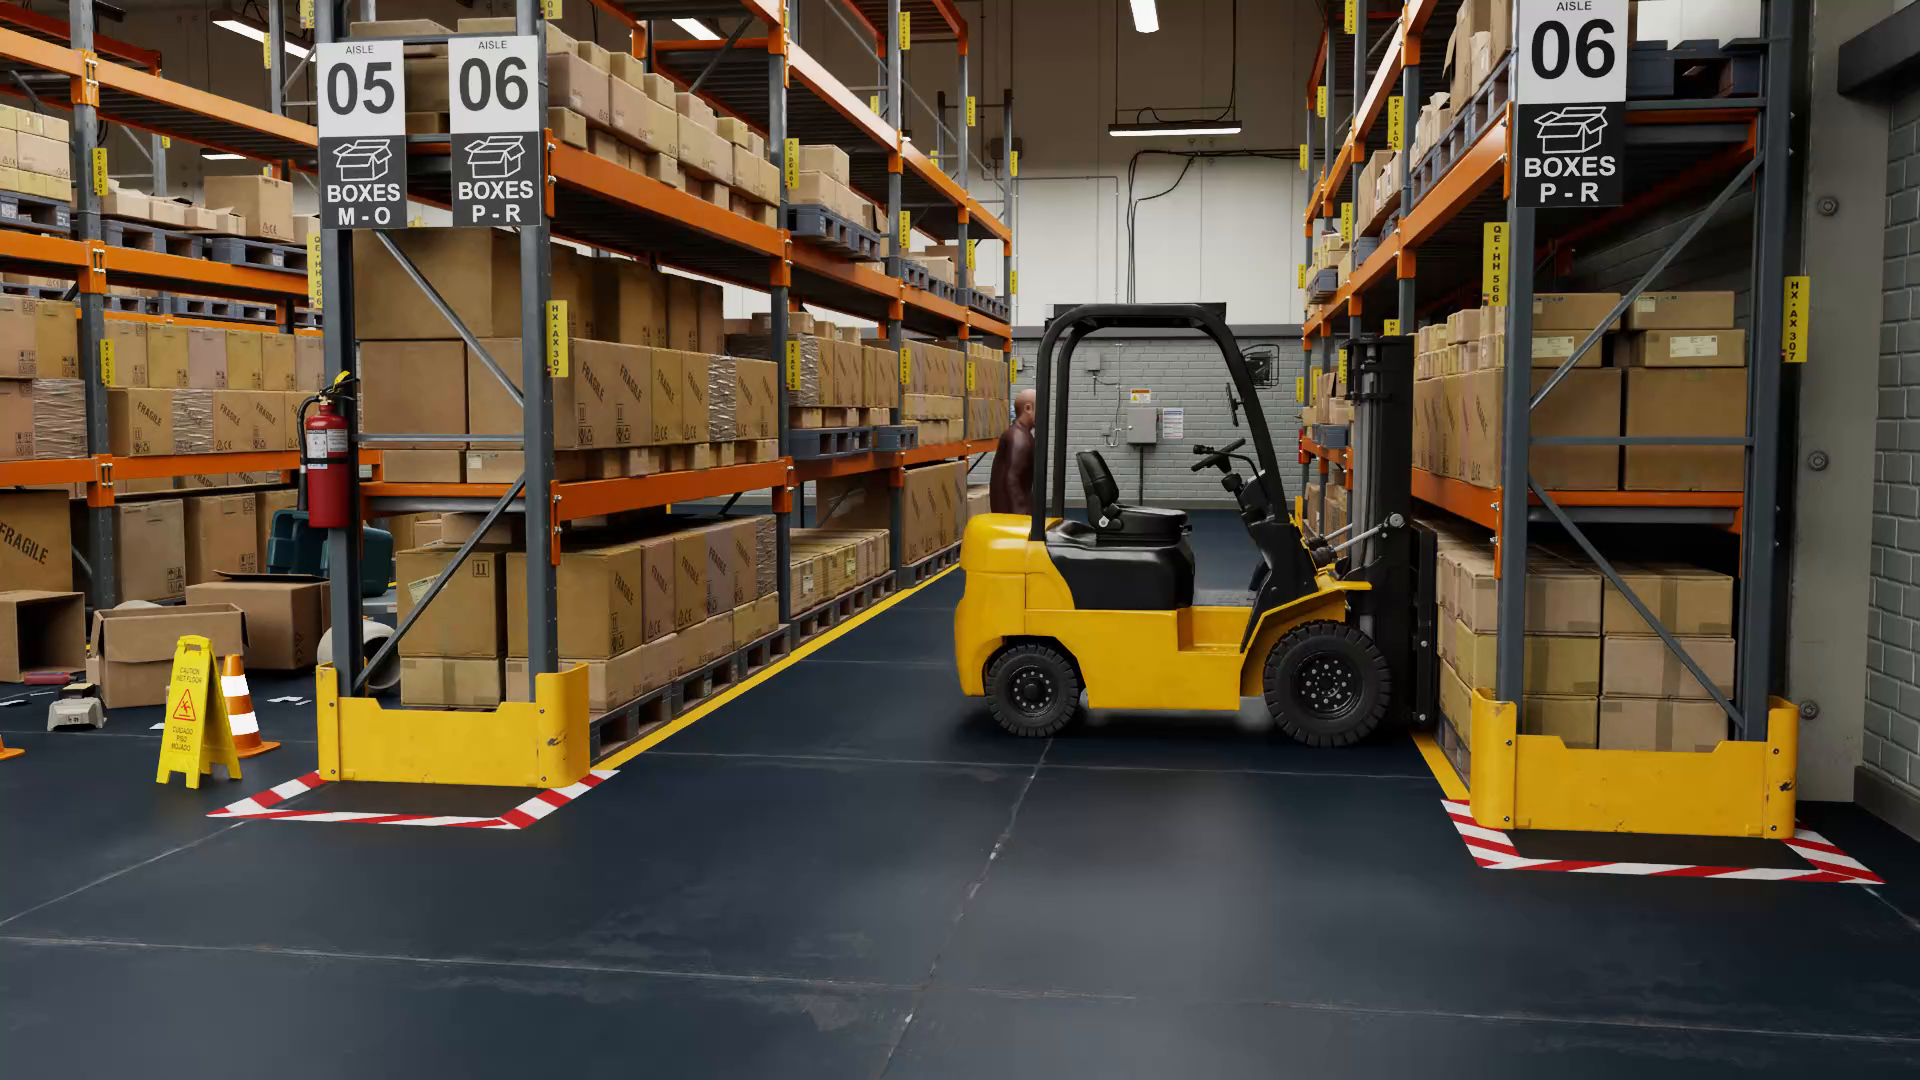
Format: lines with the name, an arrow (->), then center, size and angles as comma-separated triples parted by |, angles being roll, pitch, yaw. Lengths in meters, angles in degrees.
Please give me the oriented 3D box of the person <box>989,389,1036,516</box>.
person -> 0.405, -0.096, 10.854 | 0.429, 1.772, 0.650 | 0, 4, 5
